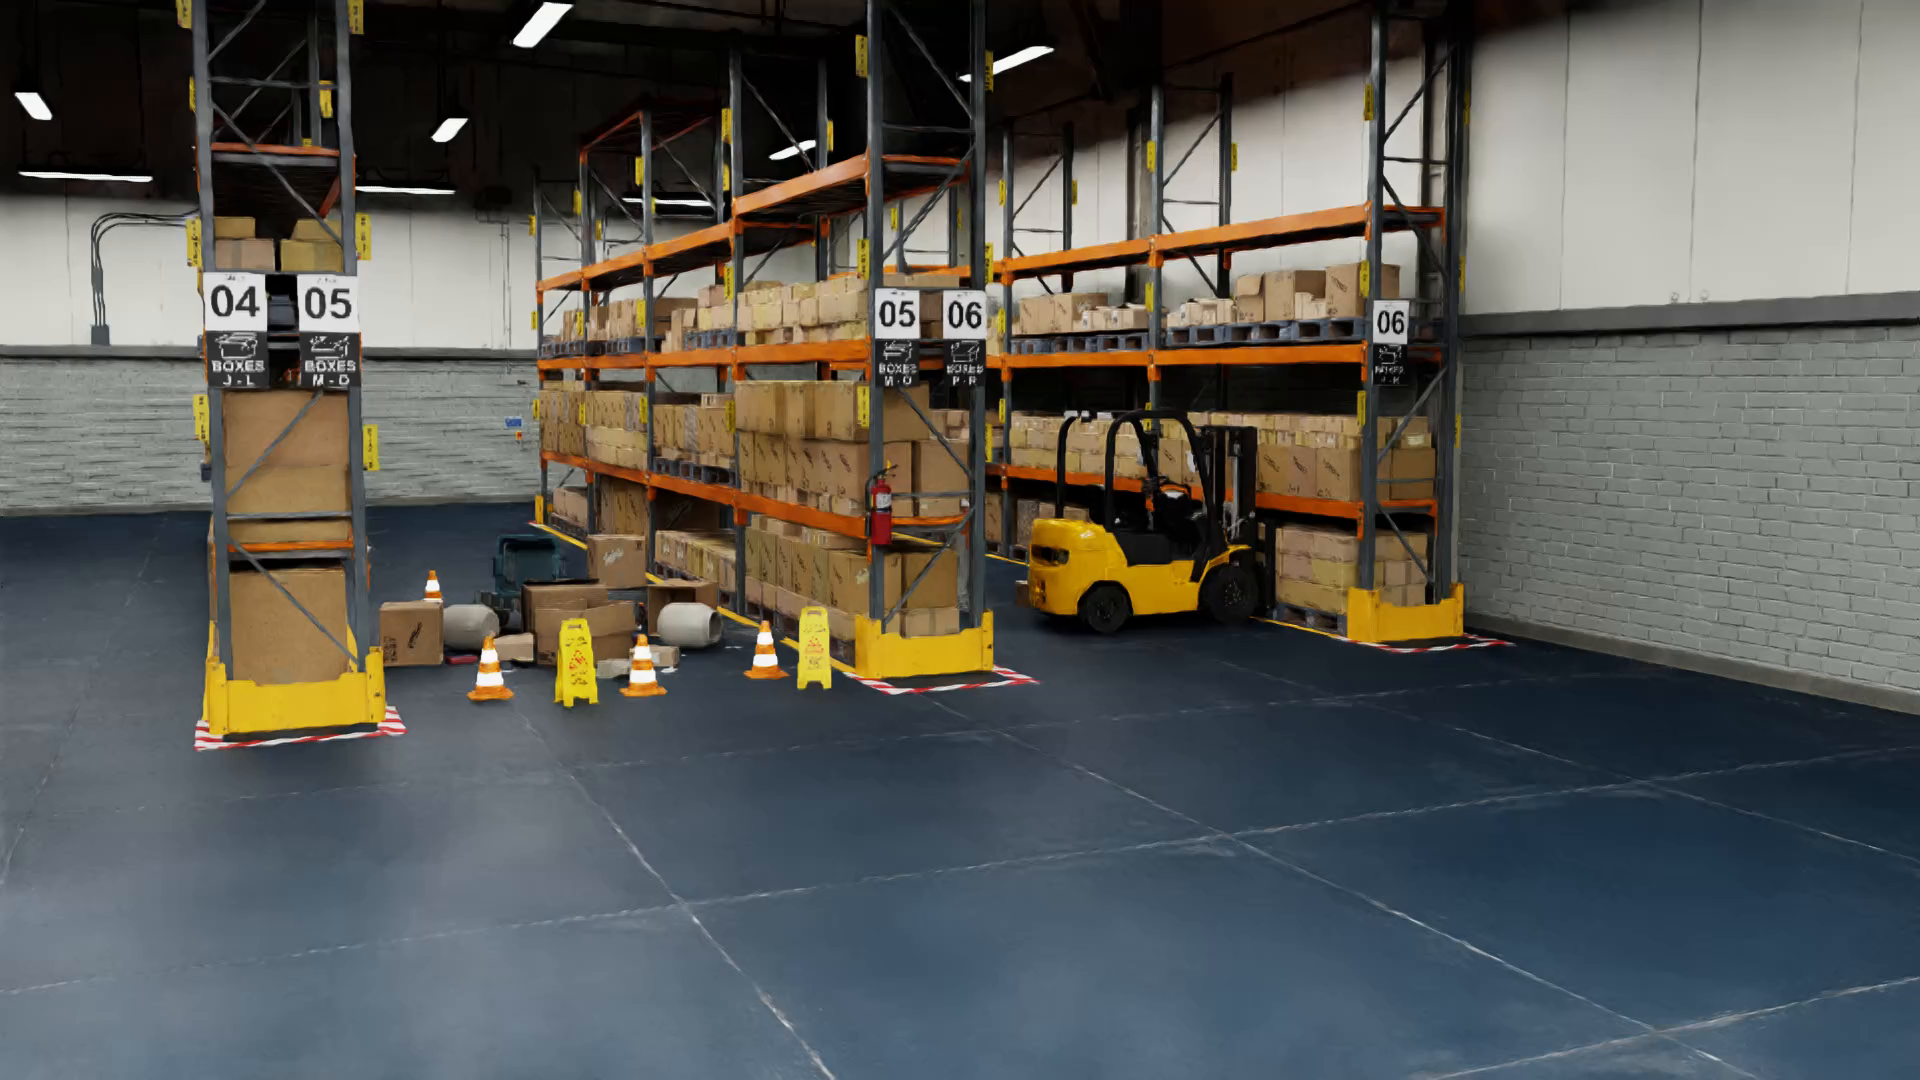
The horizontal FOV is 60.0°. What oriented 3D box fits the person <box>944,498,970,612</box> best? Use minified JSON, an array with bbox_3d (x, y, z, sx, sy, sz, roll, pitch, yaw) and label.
[{"bbox_3d":[0.052,-0.083,17.682,0.433,1.667,0.579,-2,6,-20],"label":"person"}]
